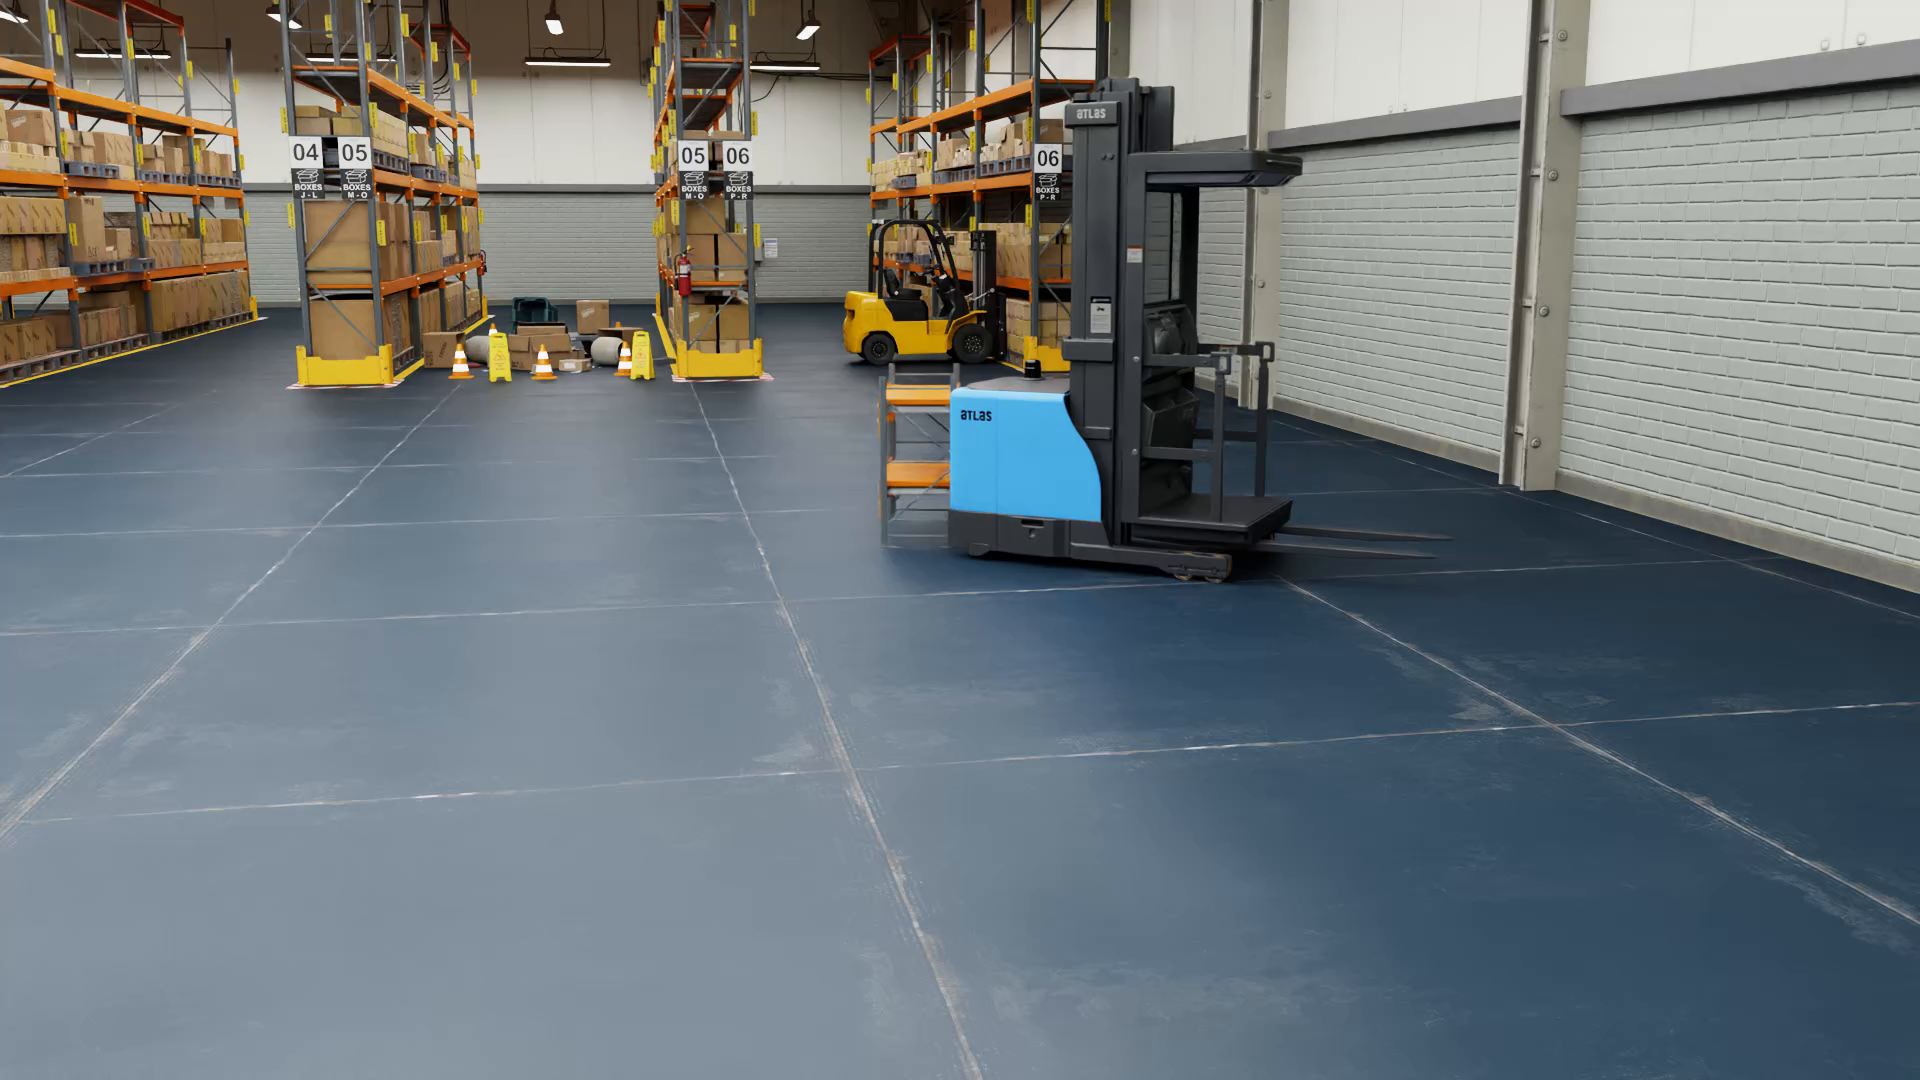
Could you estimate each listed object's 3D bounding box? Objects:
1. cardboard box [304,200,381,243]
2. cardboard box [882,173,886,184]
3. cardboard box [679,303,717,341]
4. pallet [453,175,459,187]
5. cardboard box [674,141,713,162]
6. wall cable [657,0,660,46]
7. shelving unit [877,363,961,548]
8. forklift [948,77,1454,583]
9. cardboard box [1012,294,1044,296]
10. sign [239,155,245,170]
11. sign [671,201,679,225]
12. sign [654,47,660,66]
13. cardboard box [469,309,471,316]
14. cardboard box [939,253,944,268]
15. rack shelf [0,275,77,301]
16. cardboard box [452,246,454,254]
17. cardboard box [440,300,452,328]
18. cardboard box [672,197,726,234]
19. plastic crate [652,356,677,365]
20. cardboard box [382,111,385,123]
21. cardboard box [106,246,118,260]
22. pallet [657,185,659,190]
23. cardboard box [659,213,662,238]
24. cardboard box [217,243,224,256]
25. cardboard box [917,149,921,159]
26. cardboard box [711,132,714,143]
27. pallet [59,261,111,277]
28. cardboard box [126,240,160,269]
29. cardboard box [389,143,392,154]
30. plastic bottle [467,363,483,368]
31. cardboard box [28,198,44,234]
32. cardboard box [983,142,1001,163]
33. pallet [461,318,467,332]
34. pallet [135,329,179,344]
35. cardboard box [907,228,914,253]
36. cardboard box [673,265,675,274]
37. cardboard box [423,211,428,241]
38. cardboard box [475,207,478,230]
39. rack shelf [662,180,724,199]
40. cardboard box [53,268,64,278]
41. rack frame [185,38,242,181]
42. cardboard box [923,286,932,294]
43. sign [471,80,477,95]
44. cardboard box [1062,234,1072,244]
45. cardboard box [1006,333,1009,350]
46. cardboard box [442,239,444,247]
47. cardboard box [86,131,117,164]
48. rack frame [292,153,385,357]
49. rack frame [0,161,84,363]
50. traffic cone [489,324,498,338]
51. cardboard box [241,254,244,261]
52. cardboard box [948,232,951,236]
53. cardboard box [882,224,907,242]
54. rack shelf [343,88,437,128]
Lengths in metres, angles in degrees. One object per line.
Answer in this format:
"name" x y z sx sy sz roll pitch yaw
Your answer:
"cardboard box" -8.217 -4.242 22.173 0.875 0.550 0.550 -2 11 -11
"cardboard box" -1.443 -8.057 37.086 0.500 0.250 0.500 -2 11 -12
"cardboard box" -3.759 -3.128 23.836 0.500 0.500 0.500 -2 11 -11
"pallet" -10.501 -7.034 32.608 1.213 0.211 1.003 -2 11 -11
"cardboard box" -3.711 -5.397 23.113 0.500 0.250 0.500 -2 11 -12
"wall cable" -8.869 -13.885 42.430 2.355 3.000 0.029 -2 11 -11
"shelving unit" -0.262 -0.599 11.333 0.538 1.125 1.048 0 11 1
"forklift" 1.481 -1.298 10.177 3.031 2.935 1.130 5 12 24
"cardboard box" 1.142 -3.853 26.974 0.500 0.250 0.500 -2 11 -12
"sign" -15.645 -8.228 36.225 0.100 0.325 0.005 -2 11 -11
"sign" -3.895 -4.475 22.741 0.100 0.325 0.005 -2 11 -11
"sign" -5.447 -8.697 29.902 0.100 0.325 0.005 -2 11 -11
"cardboard box" -10.324 -4.702 34.382 0.380 0.149 0.250 -2 11 -9
"cardboard box" -0.095 -5.159 30.681 0.500 0.250 0.500 -2 11 -12
"rack shelf" -13.457 -3.420 23.067 1.077 0.370 4.000 -2 11 -11
"cardboard box" -10.148 -5.693 32.635 0.380 0.149 0.250 -2 11 -11
"cardboard box" -9.626 -4.153 30.556 0.500 0.500 0.500 -3 11 -13
"cardboard box" -3.661 -4.539 23.286 0.700 0.500 0.500 -2 11 -12
"plastic crate" -4.624 -2.749 25.424 0.402 0.080 0.583 -6 13 -31
"cardboard box" -8.133 -5.825 22.905 0.380 0.149 0.250 -2 11 -12
"cardboard box" -14.035 -4.718 27.199 0.396 0.266 0.258 -2 11 -13
"pallet" -6.304 -7.996 37.399 1.003 0.211 1.213 -2 11 -11
"cardboard box" -5.877 -6.417 33.947 0.500 0.500 0.500 -2 11 -10
"cardboard box" -15.434 -5.962 34.103 0.500 0.250 0.500 -2 11 -10
"cardboard box" -0.686 -8.051 34.827 0.396 0.266 0.258 -2 11 -12
"cardboard box" -3.281 -5.627 23.256 0.380 0.149 0.250 -2 11 -11
"pallet" -13.852 -4.192 25.709 1.003 0.211 1.213 -2 11 -11
"cardboard box" -14.451 -5.022 29.292 0.500 0.500 0.500 -2 11 -9
"cardboard box" -8.231 -5.527 23.470 0.380 0.149 0.250 -2 11 -10
"plastic bottle" -7.215 -2.580 24.589 0.283 0.061 0.133 -6 13 -31
"cardboard box" -13.294 -4.571 23.452 0.500 0.500 0.500 -2 11 -11
"cardboard box" 0.666 -6.206 26.603 0.500 0.311 0.500 -2 11 -10
"pallet" -10.364 -4.257 32.997 1.003 0.211 1.213 -2 11 -11
"pallet" -14.703 -3.651 29.816 1.003 0.211 1.213 -2 11 -11
"cardboard box" -0.685 -6.069 33.668 0.700 0.500 0.500 -2 11 -11
"cardboard box" -4.378 -4.308 26.479 0.380 0.149 0.250 -2 11 -11
"cardboard box" -9.562 -5.401 28.607 0.700 0.500 0.500 -2 11 -12
"cardboard box" -10.962 -7.115 36.816 0.500 0.500 0.500 -2 11 -12
"rack shelf" -4.514 -5.988 28.534 1.077 0.370 4.000 -2 11 -11
"cardboard box" -13.476 -3.942 24.557 0.380 0.149 0.250 -2 11 -11
"rack frame" -16.180 -9.288 35.929 1.000 3.000 0.127 -2 11 -11
"cardboard box" -0.527 -4.988 33.211 0.380 0.149 0.250 -2 11 -12
"sign" -10.746 -10.003 36.764 0.100 0.325 0.005 -2 11 -11
"cardboard box" 1.710 -4.388 24.224 0.380 0.149 0.250 -2 11 -12
"cardboard box" 0.944 -3.062 25.493 0.500 0.250 0.500 -2 11 -10
"cardboard box" -9.795 -5.505 30.853 0.380 0.149 0.250 -2 11 -11
"cardboard box" -14.094 -6.379 27.061 0.500 0.500 0.500 -2 11 -10
"rack frame" -8.183 -3.568 21.923 1.000 3.000 0.127 -2 11 -11
"rack frame" -13.846 -4.140 24.927 1.000 3.000 0.127 -2 11 -11
"traffic cone" -7.741 -3.357 27.595 0.336 0.463 0.334 -2 11 -11
"cardboard box" -15.735 -6.117 35.983 0.380 0.149 0.250 -2 11 -10
"cardboard box" 0.000 -5.478 29.952 0.380 0.149 0.250 -2 11 -10
"cardboard box" -1.475 -6.955 37.318 0.500 0.500 0.500 -2 11 -10
"rack shelf" -9.350 -7.066 27.248 1.077 0.370 4.000 -2 11 -11
